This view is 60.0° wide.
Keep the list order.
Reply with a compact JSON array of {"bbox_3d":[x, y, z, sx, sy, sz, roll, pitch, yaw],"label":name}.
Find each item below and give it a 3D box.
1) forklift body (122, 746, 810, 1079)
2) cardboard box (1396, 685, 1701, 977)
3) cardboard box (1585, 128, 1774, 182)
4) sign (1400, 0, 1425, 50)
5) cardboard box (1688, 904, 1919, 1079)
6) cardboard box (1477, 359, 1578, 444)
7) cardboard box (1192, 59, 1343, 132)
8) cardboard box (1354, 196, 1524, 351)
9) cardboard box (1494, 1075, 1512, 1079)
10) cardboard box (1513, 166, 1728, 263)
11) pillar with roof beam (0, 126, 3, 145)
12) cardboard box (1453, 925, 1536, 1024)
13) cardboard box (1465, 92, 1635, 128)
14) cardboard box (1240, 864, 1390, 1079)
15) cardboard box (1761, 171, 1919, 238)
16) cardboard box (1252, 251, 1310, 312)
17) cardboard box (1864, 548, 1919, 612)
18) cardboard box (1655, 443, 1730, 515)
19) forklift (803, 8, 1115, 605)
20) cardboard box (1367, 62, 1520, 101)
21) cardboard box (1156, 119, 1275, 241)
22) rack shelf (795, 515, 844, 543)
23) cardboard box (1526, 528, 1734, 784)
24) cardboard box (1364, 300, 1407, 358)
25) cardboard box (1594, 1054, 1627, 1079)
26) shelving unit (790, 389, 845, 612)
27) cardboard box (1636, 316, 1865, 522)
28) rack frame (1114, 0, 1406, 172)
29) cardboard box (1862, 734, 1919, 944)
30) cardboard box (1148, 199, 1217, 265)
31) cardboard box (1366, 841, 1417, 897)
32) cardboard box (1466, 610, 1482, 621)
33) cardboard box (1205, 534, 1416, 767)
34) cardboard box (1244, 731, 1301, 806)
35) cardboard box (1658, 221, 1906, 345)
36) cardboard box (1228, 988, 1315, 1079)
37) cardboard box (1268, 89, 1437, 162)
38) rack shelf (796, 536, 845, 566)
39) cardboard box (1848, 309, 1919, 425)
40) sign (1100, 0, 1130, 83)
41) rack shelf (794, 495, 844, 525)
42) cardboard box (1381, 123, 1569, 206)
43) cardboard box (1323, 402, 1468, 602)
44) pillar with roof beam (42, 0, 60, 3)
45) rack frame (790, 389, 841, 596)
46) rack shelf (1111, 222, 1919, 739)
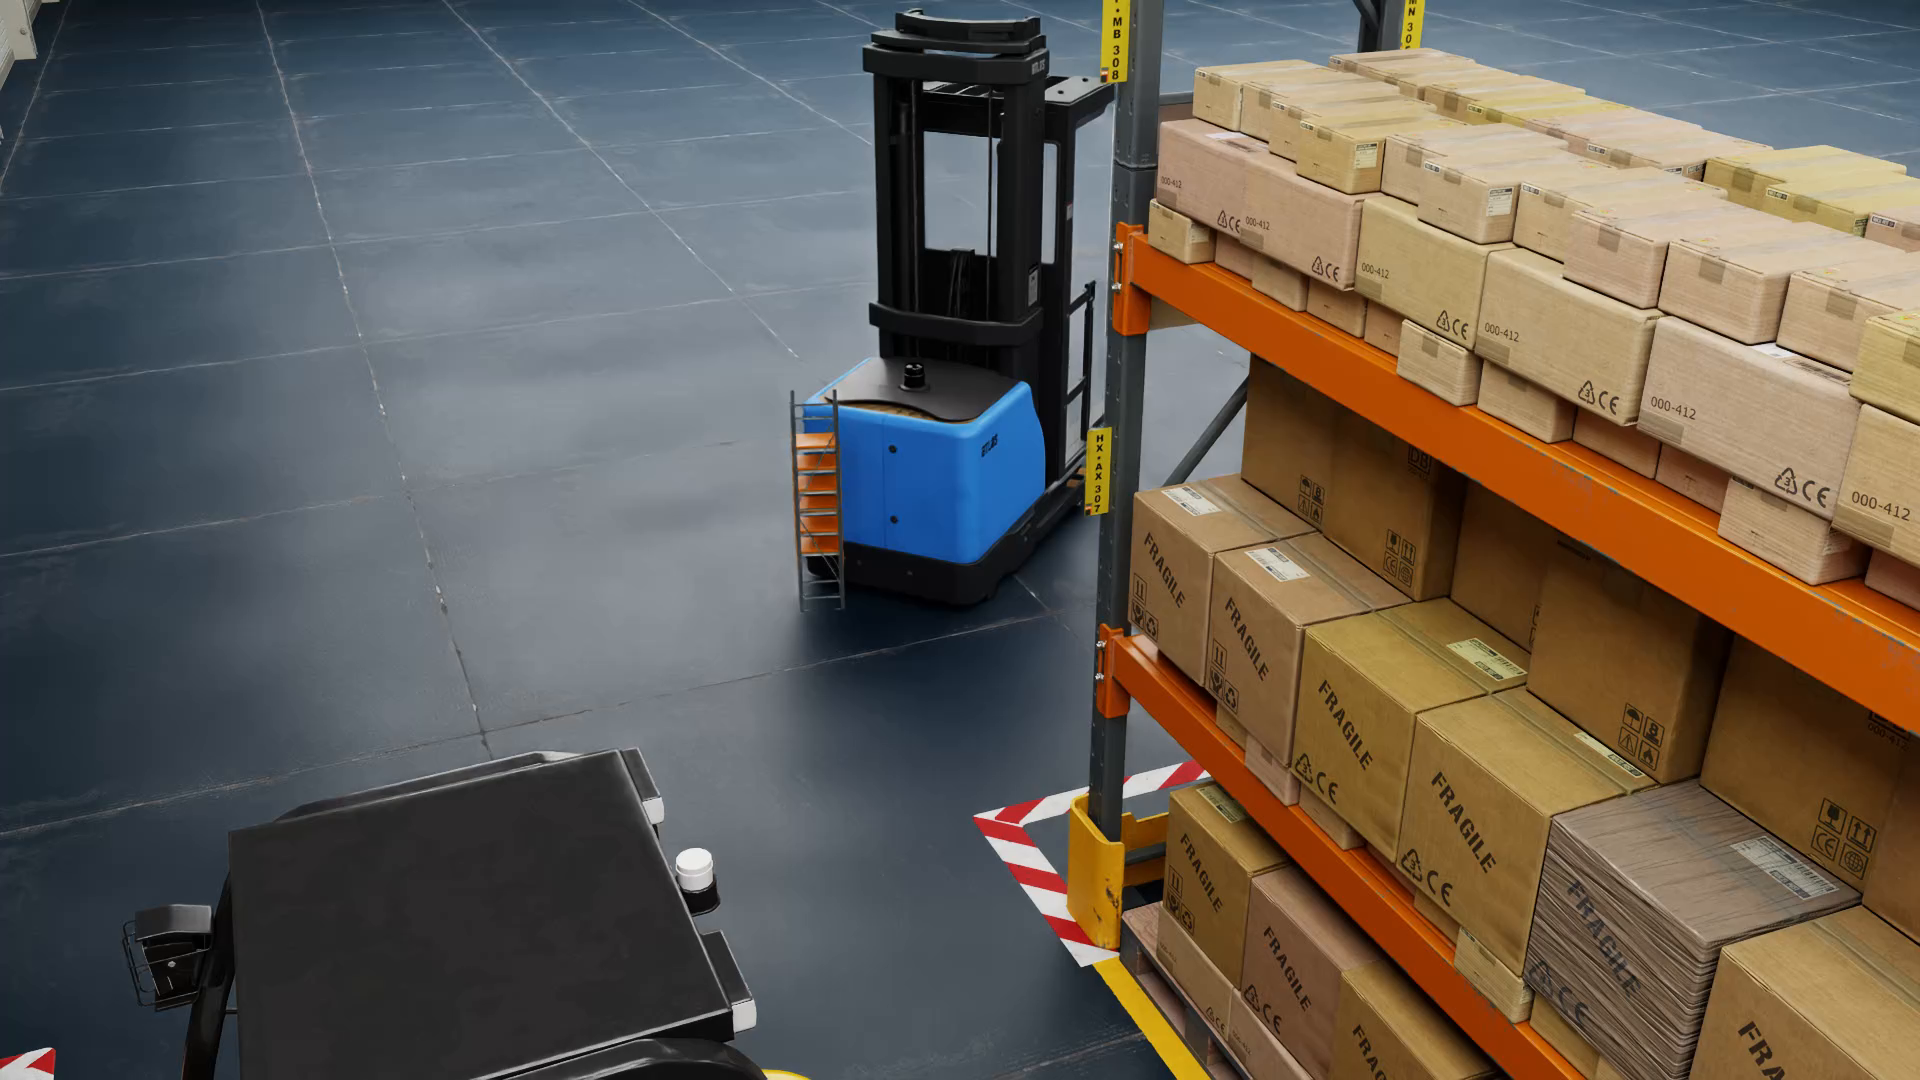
[{"bbox_3d":[-1.158,1.745,3.724,2.313,2.155,1.214,-11,28,-21],"label":"forklift body"},{"bbox_3d":[1.530,0.736,4.372,0.500,0.500,0.500,-11,28,-22],"label":"cardboard box"},{"bbox_3d":[1.792,-0.918,4.170,0.380,0.149,0.250,-11,28,-22],"label":"cardboard box"},{"bbox_3d":[1.505,-1.776,5.540,0.100,0.325,0.005,-11,28,-21],"label":"sign"},{"bbox_3d":[1.942,1.150,3.522,0.500,0.500,0.500,-10,28,-19],"label":"cardboard box"},{"bbox_3d":[1.468,-0.368,3.952,0.380,0.149,0.250,-11,28,-22],"label":"cardboard box"},{"bbox_3d":[0.938,-1.358,5.070,0.380,0.149,0.250,-11,28,-21],"label":"cardboard box"},{"bbox_3d":[1.352,-0.699,4.175,0.500,0.250,0.500,-10,28,-19],"label":"cardboard box"},{"bbox_3d":[1.673,1.779,4.489,0.500,0.500,0.500,-9,27,-18],"label":"cardboard box"},{"bbox_3d":[1.505,-0.738,3.801,0.380,0.149,0.250,-10,28,-20],"label":"cardboard box"},{"bbox_3d":[-7.224,-9.355,18.653,9.100,9.000,0.400,-11,28,-21],"label":"pillar with roof beam"},{"bbox_3d":[1.539,1.092,4.381,0.380,0.149,0.250,-10,28,-20],"label":"cardboard box"},{"bbox_3d":[1.625,-1.128,4.601,0.380,0.149,0.250,-10,28,-20],"label":"cardboard box"},{"bbox_3d":[1.266,1.360,5.346,0.500,0.500,0.500,-12,28,-23],"label":"cardboard box"},{"bbox_3d":[2.045,-0.718,3.760,0.380,0.149,0.250,-10,28,-20],"label":"cardboard box"},{"bbox_3d":[1.075,-0.785,4.805,0.380,0.149,0.250,-10,28,-19],"label":"cardboard box"},{"bbox_3d":[1.953,0.035,3.126,0.380,0.149,0.250,-12,28,-22],"label":"cardboard box"},{"bbox_3d":[1.735,-0.175,3.557,0.380,0.149,0.250,-10,28,-19],"label":"cardboard box"},{"bbox_3d":[0.206,-1.591,9.668,1.130,2.935,3.031,11,28,21],"label":"forklift"},{"bbox_3d":[1.456,-1.339,5.033,0.380,0.149,0.250,-10,28,-20],"label":"cardboard box"},{"bbox_3d":[0.938,-1.108,5.014,0.500,0.250,0.500,-11,28,-22],"label":"cardboard box"},{"bbox_3d":[-0.749,-0.050,8.860,0.258,0.103,0.180,-2,26,-5],"label":"rack shelf"},{"bbox_3d":[1.941,0.217,4.294,0.700,0.500,0.500,-11,28,-21],"label":"cardboard box"},{"bbox_3d":[1.302,-0.582,4.391,0.380,0.149,0.250,-11,28,-22],"label":"cardboard box"},{"bbox_3d":[1.746,1.298,3.959,0.380,0.149,0.250,-11,28,-21],"label":"cardboard box"},{"bbox_3d":[-0.749,-0.198,8.787,0.258,1.200,0.189,-2,26,-5],"label":"shelving unit"},{"bbox_3d":[1.747,-0.286,3.330,0.500,0.250,0.500,-11,28,-21],"label":"cardboard box"},{"bbox_3d":[0.986,-2.638,4.897,1.000,3.000,0.127,-11,28,-21],"label":"rack frame"},{"bbox_3d":[2.400,0.619,3.470,0.700,0.500,0.500,-10,28,-20],"label":"cardboard box"},{"bbox_3d":[0.818,-0.988,5.222,0.380,0.149,0.250,-11,28,-21],"label":"cardboard box"},{"bbox_3d":[1.418,0.869,4.838,0.380,0.149,0.250,-10,28,-19],"label":"cardboard box"},{"bbox_3d":[1.837,0.456,4.944,0.500,0.500,0.500,-11,28,-21],"label":"cardboard box"},{"bbox_3d":[1.122,0.326,5.210,0.500,0.500,0.500,-10,28,-19],"label":"cardboard box"},{"bbox_3d":[1.127,0.674,5.237,0.380,0.149,0.250,-10,28,-20],"label":"cardboard box"},{"bbox_3d":[1.658,-0.524,3.363,0.380,0.149,0.250,-10,28,-20],"label":"cardboard box"},{"bbox_3d":[1.241,1.685,5.536,0.500,0.250,0.500,-10,28,-19],"label":"cardboard box"},{"bbox_3d":[1.092,-1.147,4.639,0.380,0.149,0.250,-11,28,-21],"label":"cardboard box"},{"bbox_3d":[-0.749,0.058,8.912,0.258,0.103,0.180,-2,26,-5],"label":"rack shelf"},{"bbox_3d":[1.814,-0.306,2.917,0.380,0.149,0.250,-10,28,-19],"label":"cardboard box"},{"bbox_3d":[0.487,-1.590,5.173,0.100,0.325,0.005,-11,28,-21],"label":"sign"},{"bbox_3d":[-0.749,-0.158,8.807,0.258,0.103,0.180,-2,26,-5],"label":"rack shelf"},{"bbox_3d":[1.307,-0.949,4.234,0.380,0.149,0.250,-11,28,-21],"label":"cardboard box"},{"bbox_3d":[1.579,-0.196,5.140,0.700,0.500,0.500,-10,28,-20],"label":"cardboard box"},{"bbox_3d":[-11.923,-14.199,28.575,9.100,9.000,0.400,-11,28,-21],"label":"pillar with roof beam"},{"bbox_3d":[-0.759,-0.238,8.869,0.240,1.200,0.006,-2,26,-5],"label":"rack frame"},{"bbox_3d":[1.770,-0.160,4.060,1.077,0.370,4.000,-11,28,-21],"label":"rack shelf"}]
